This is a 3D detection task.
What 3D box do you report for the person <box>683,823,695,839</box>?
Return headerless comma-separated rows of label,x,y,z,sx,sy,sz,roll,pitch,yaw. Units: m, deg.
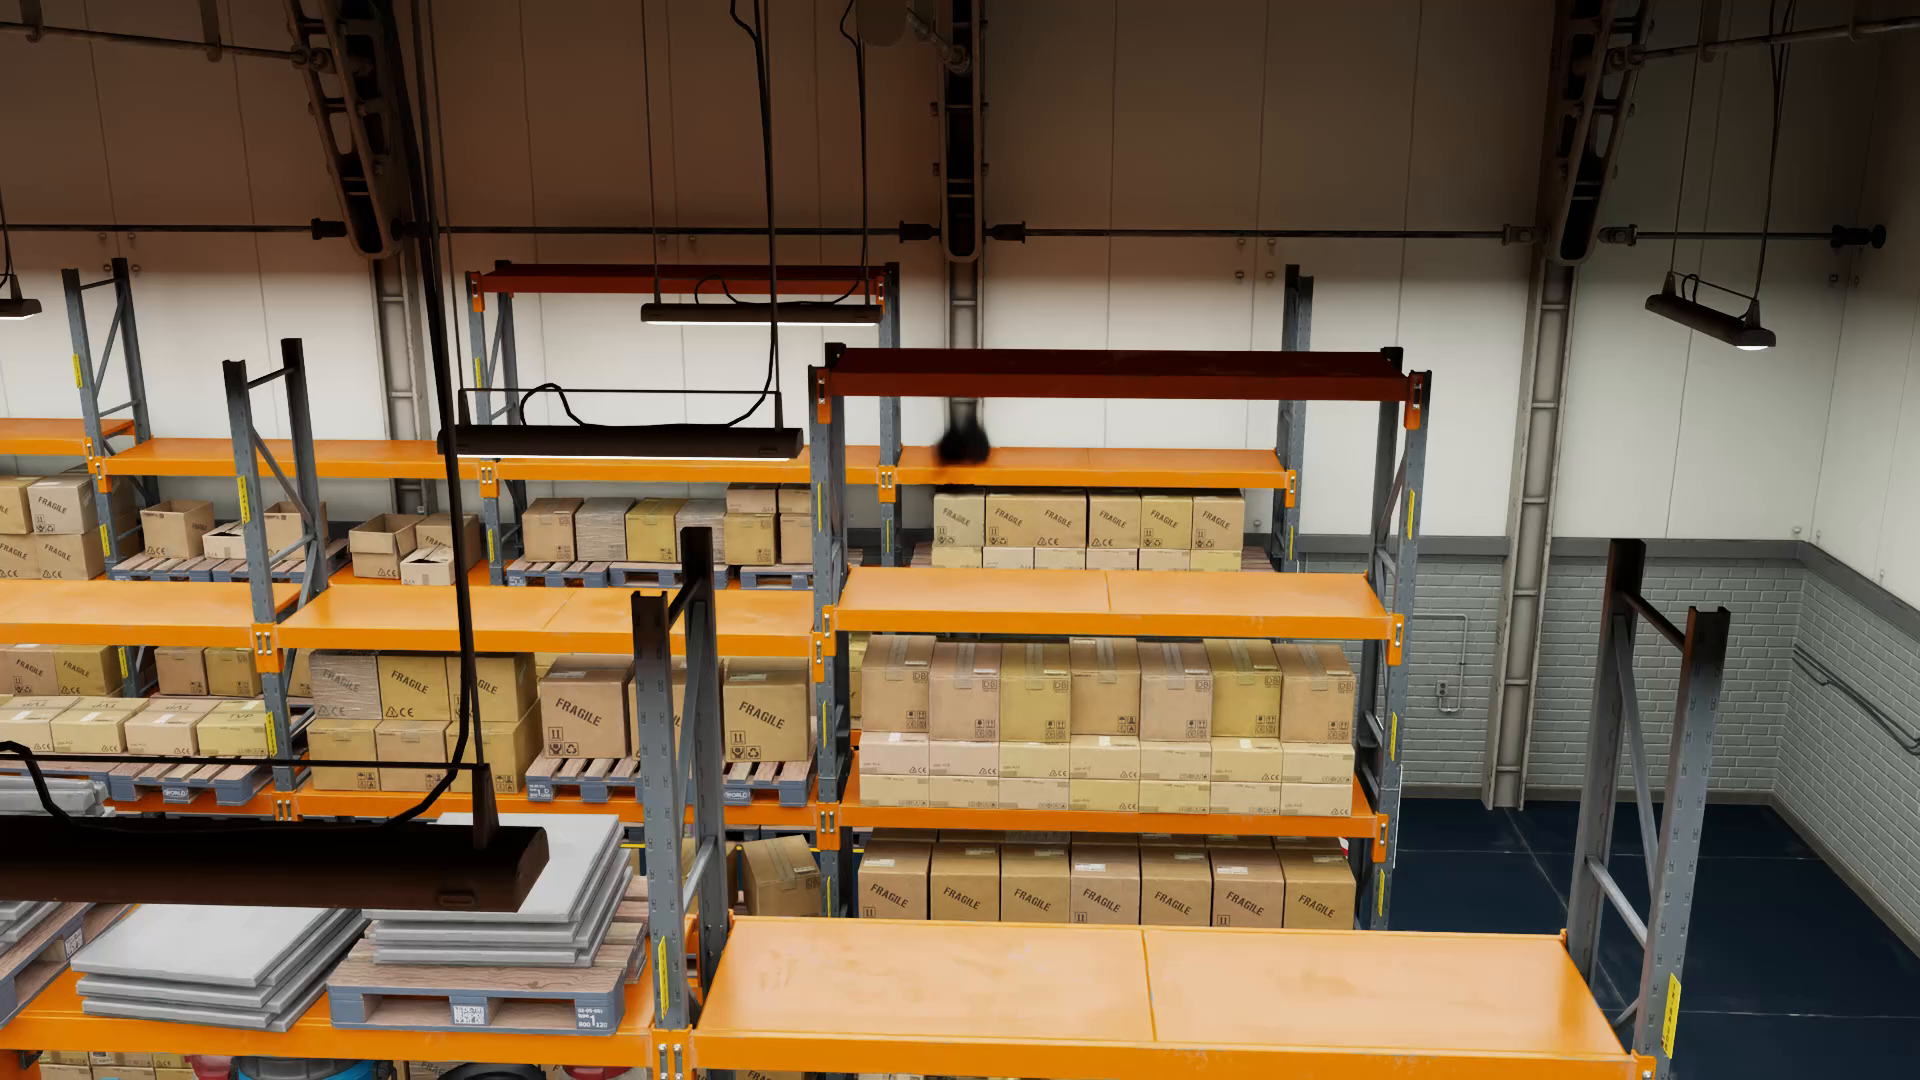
person,-2.567,2.995,15.662,0.789,1.560,0.576,-11,20,-34
